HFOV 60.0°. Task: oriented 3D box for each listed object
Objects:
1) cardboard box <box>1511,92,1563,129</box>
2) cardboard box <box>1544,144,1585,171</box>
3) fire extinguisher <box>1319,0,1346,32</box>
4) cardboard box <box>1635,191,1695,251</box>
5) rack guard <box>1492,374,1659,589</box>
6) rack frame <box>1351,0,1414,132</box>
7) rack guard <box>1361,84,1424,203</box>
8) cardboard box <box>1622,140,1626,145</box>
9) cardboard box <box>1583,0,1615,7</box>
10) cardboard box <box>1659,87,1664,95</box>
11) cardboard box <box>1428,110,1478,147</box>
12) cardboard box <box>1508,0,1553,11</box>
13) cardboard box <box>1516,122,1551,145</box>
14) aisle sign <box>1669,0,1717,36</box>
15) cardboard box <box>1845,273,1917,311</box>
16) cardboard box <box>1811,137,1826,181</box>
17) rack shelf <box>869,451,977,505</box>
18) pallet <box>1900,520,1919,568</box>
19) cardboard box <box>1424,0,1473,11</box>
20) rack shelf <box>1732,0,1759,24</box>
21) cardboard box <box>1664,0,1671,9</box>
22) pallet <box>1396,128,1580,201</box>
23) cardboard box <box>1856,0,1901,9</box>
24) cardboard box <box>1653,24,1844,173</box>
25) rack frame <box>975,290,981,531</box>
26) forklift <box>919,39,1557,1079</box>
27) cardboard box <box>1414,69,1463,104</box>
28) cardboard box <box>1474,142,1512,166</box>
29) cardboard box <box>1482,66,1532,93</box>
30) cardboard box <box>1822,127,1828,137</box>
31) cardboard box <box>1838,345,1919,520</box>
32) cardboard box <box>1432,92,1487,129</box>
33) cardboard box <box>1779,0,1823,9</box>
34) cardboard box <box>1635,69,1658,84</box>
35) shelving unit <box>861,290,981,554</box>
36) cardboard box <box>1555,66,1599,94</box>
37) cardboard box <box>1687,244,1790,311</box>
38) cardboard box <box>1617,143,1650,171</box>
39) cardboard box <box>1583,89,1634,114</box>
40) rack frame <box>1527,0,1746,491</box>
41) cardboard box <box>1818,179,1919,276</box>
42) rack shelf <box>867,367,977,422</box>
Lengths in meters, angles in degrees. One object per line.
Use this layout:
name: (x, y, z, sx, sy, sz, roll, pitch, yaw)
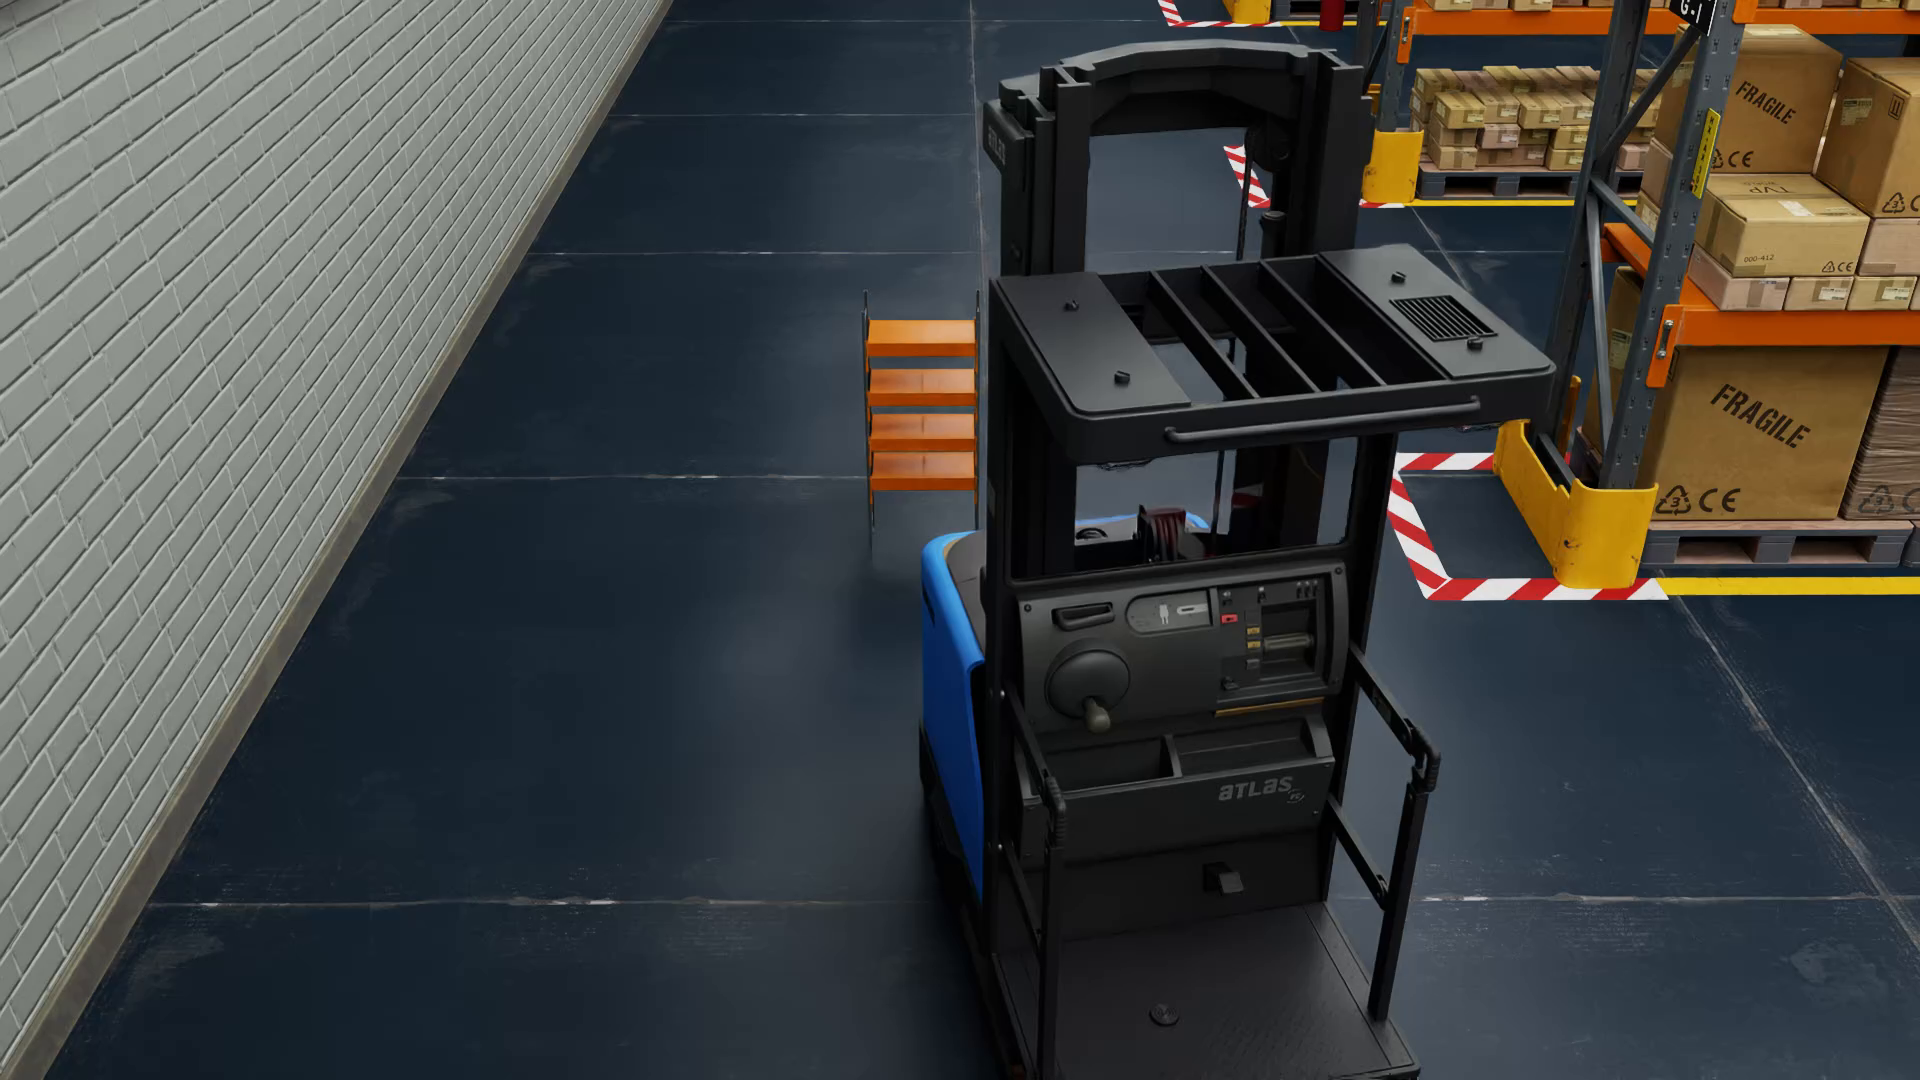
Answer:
cardboard box: (3.992, -2.980, 11.540, 0.250, 0.149, 0.380, 0, 31, 0)
cardboard box: (4.230, -2.730, 11.701, 0.250, 0.149, 0.380, 0, 31, 0)
fire extinguisher: (2.683, -3.988, 11.866, 0.183, 0.674, 0.296, 0, 31, 0)
cardboard box: (3.221, -1.434, 7.463, 0.250, 0.149, 0.380, 0, 31, 1)
rack guard: (2.843, -0.300, 7.763, 0.348, 0.500, 1.175, 0, 31, 0)
rack frame: (2.938, -3.942, 11.356, 0.127, 3.000, 1.000, 0, 31, 0)
rack guard: (3.014, -2.874, 12.004, 0.348, 0.500, 1.175, 0, 31, 0)
cardboard box: (4.504, -2.911, 11.713, 0.250, 0.149, 0.380, -2, 31, -3)
cardboard box: (4.317, -3.721, 11.233, 0.250, 0.149, 0.380, 0, 31, -1)
cardboard box: (5.031, -3.047, 11.651, 0.250, 0.149, 0.380, 0, 31, 0)
cardboard box: (3.463, -2.898, 11.692, 0.250, 0.149, 0.380, 1, 31, 2)
cardboard box: (3.787, -3.661, 11.134, 0.250, 0.149, 0.380, -1, 31, -2)
cardboard box: (3.982, -2.917, 11.722, 0.250, 0.149, 0.380, 0, 31, 0)
aisle sign: (2.797, -2.325, 6.183, 0.004, 0.787, 0.394, 0, 31, 0)
cardboard box: (3.736, -1.094, 6.904, 0.250, 0.149, 0.380, -1, 31, -1)
cardboard box: (3.857, -1.572, 7.308, 0.500, 0.250, 0.500, -1, 31, -1)
rack shelf: (-0.166, -0.285, 7.576, 0.480, 0.148, 0.258, 0, 31, 0)
pallet: (4.883, -0.222, 7.913, 1.213, 0.211, 1.003, 0, 31, 0)
cardboard box: (3.264, -3.666, 11.142, 0.250, 0.149, 0.380, 0, 31, -1)
rack shelf: (4.867, -2.350, 6.533, 4.000, 0.370, 1.077, 0, 31, 0)
cardboard box: (4.823, -3.697, 11.194, 0.250, 0.149, 0.380, 1, 31, 2)
pallet: (3.826, -2.734, 12.053, 1.213, 0.211, 1.003, 0, 31, 0)
cardboard box: (6.129, -3.698, 11.195, 0.250, 0.149, 0.380, 1, 31, 2)
cardboard box: (3.352, -1.890, 7.109, 0.500, 0.500, 0.500, 0, 31, 0)
rack frame: (0.078, -0.513, 7.439, 0.015, 1.200, 0.240, 0, 31, 0)
forklift: (0.663, 0.343, 4.359, 1.130, 2.935, 3.031, -6, 32, -10)
cardboard box: (3.466, -3.290, 12.051, 0.250, 0.149, 0.380, 0, 31, 0)
cardboard box: (3.725, -2.782, 11.787, 0.250, 0.149, 0.380, 0, 31, 0)
cardboard box: (3.976, -3.328, 12.113, 0.250, 0.149, 0.380, -1, 31, -1)
cardboard box: (6.086, -2.859, 11.628, 0.250, 0.149, 0.380, -1, 31, -2)
cardboard box: (4.416, -0.687, 7.633, 0.875, 0.875, 0.875, 0, 31, 0)
cardboard box: (3.464, -2.983, 11.544, 0.250, 0.149, 0.380, -2, 31, -3)
cardboard box: (5.600, -3.693, 11.188, 0.250, 0.149, 0.380, -1, 31, -2)
cardboard box: (5.029, -3.284, 12.042, 0.250, 0.149, 0.380, 0, 31, 0)
shelving unit: (-0.166, -0.512, 7.438, 0.503, 1.200, 0.258, 0, 31, 0)
cardboard box: (4.503, -3.326, 12.109, 0.250, 0.149, 0.380, 1, 31, 2)
cardboard box: (3.224, -1.092, 6.899, 0.250, 0.149, 0.380, 0, 31, 0)
cardboard box: (4.734, -2.736, 11.711, 0.250, 0.149, 0.380, -2, 31, -3)
cardboard box: (4.516, -3.020, 11.605, 0.250, 0.149, 0.380, 1, 31, 2)
rack frame: (2.867, -1.369, 7.115, 0.127, 3.000, 1.000, 0, 31, 0)
cardboard box: (3.868, -1.299, 6.856, 0.500, 0.250, 0.500, -1, 31, -1)
rack shelf: (-0.166, -0.646, 7.357, 0.480, 0.148, 0.258, 0, 31, 0)
